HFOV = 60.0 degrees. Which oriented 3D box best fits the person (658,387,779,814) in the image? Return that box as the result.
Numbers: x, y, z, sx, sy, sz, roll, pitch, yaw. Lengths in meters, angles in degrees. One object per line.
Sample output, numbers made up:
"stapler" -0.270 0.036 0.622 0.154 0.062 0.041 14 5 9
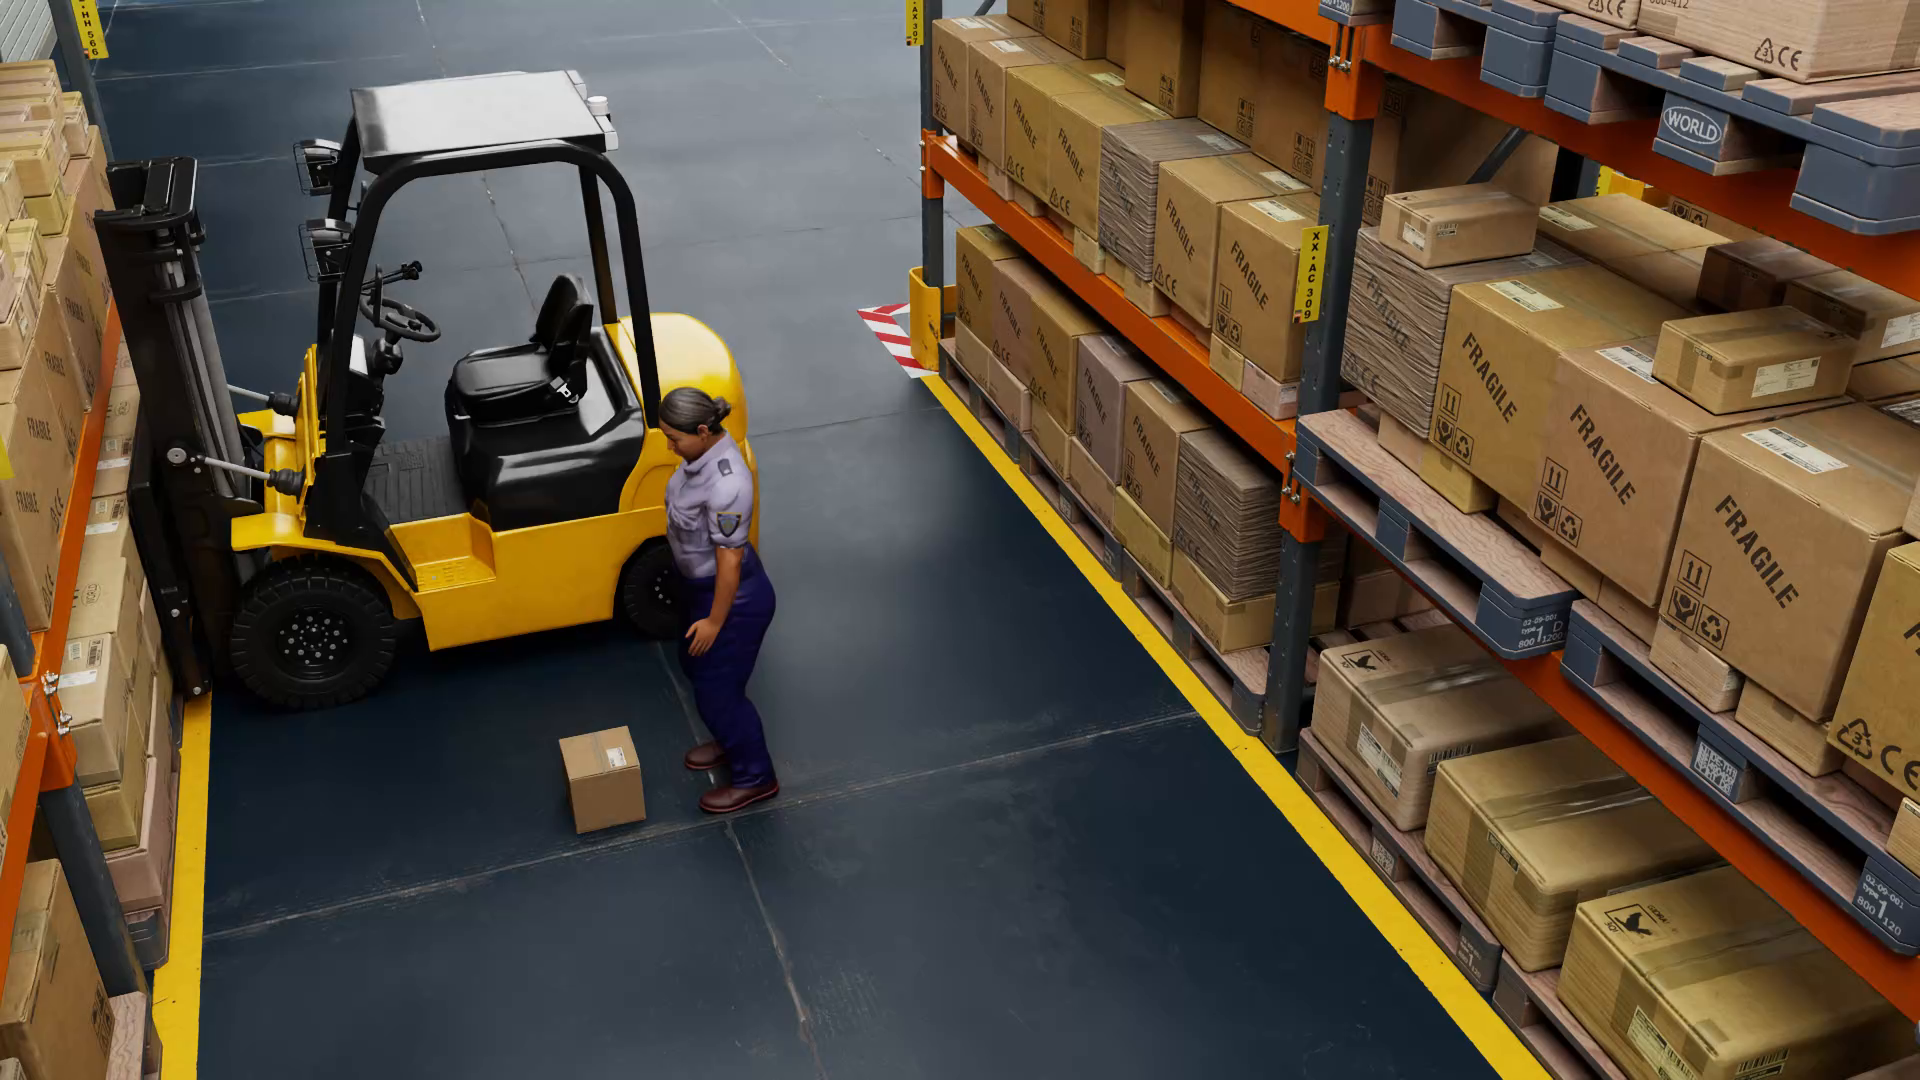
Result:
"person" -0.829 0.203 5.821 0.346 1.631 0.483 -10 31 -16
